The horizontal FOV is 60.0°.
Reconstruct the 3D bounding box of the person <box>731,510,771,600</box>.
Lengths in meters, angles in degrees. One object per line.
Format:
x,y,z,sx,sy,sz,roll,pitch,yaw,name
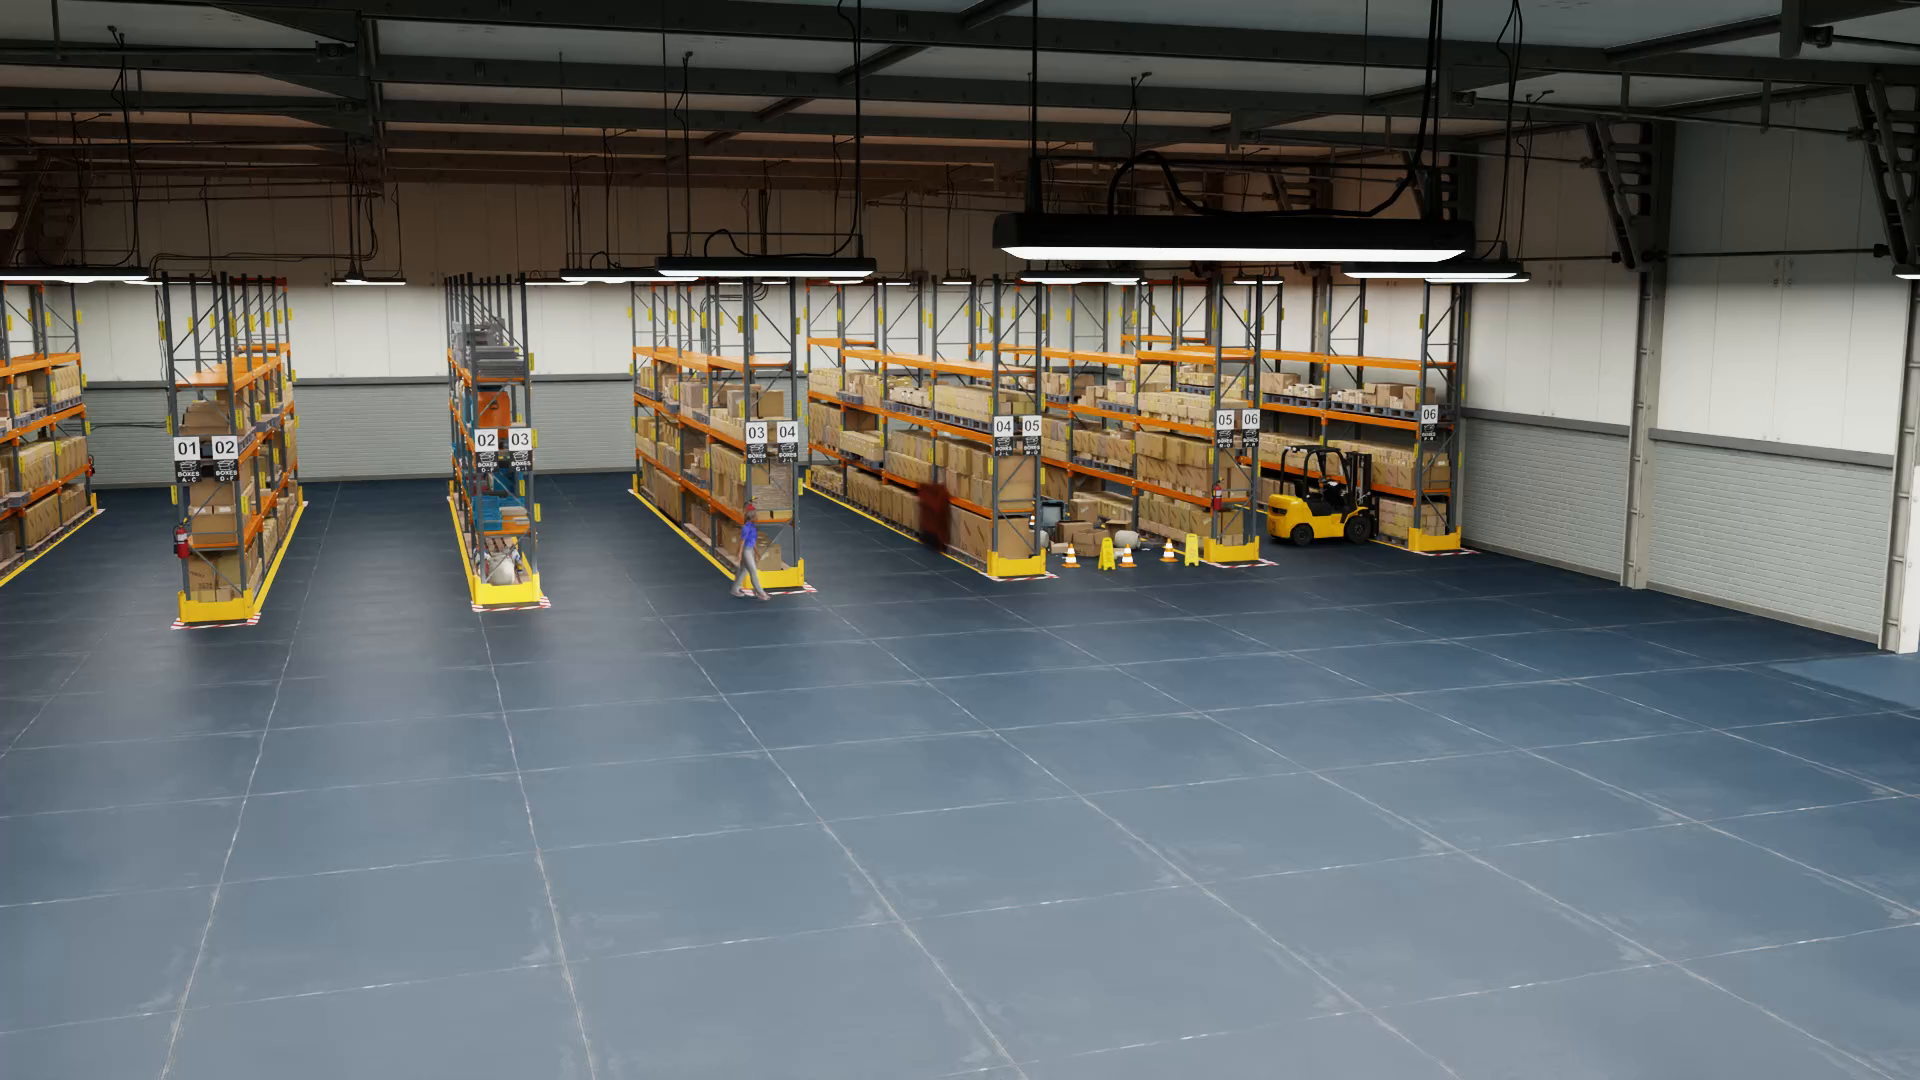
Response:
-3.887,0.257,30.875,0.862,1.622,0.515,2,9,12,person

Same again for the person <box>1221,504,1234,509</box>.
6.346,-1.048,39.509,0.487,1.700,0.387,-7,11,-40,person

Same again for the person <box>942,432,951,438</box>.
-0.310,-2.146,46.337,0.472,1.791,0.603,5,10,32,person
